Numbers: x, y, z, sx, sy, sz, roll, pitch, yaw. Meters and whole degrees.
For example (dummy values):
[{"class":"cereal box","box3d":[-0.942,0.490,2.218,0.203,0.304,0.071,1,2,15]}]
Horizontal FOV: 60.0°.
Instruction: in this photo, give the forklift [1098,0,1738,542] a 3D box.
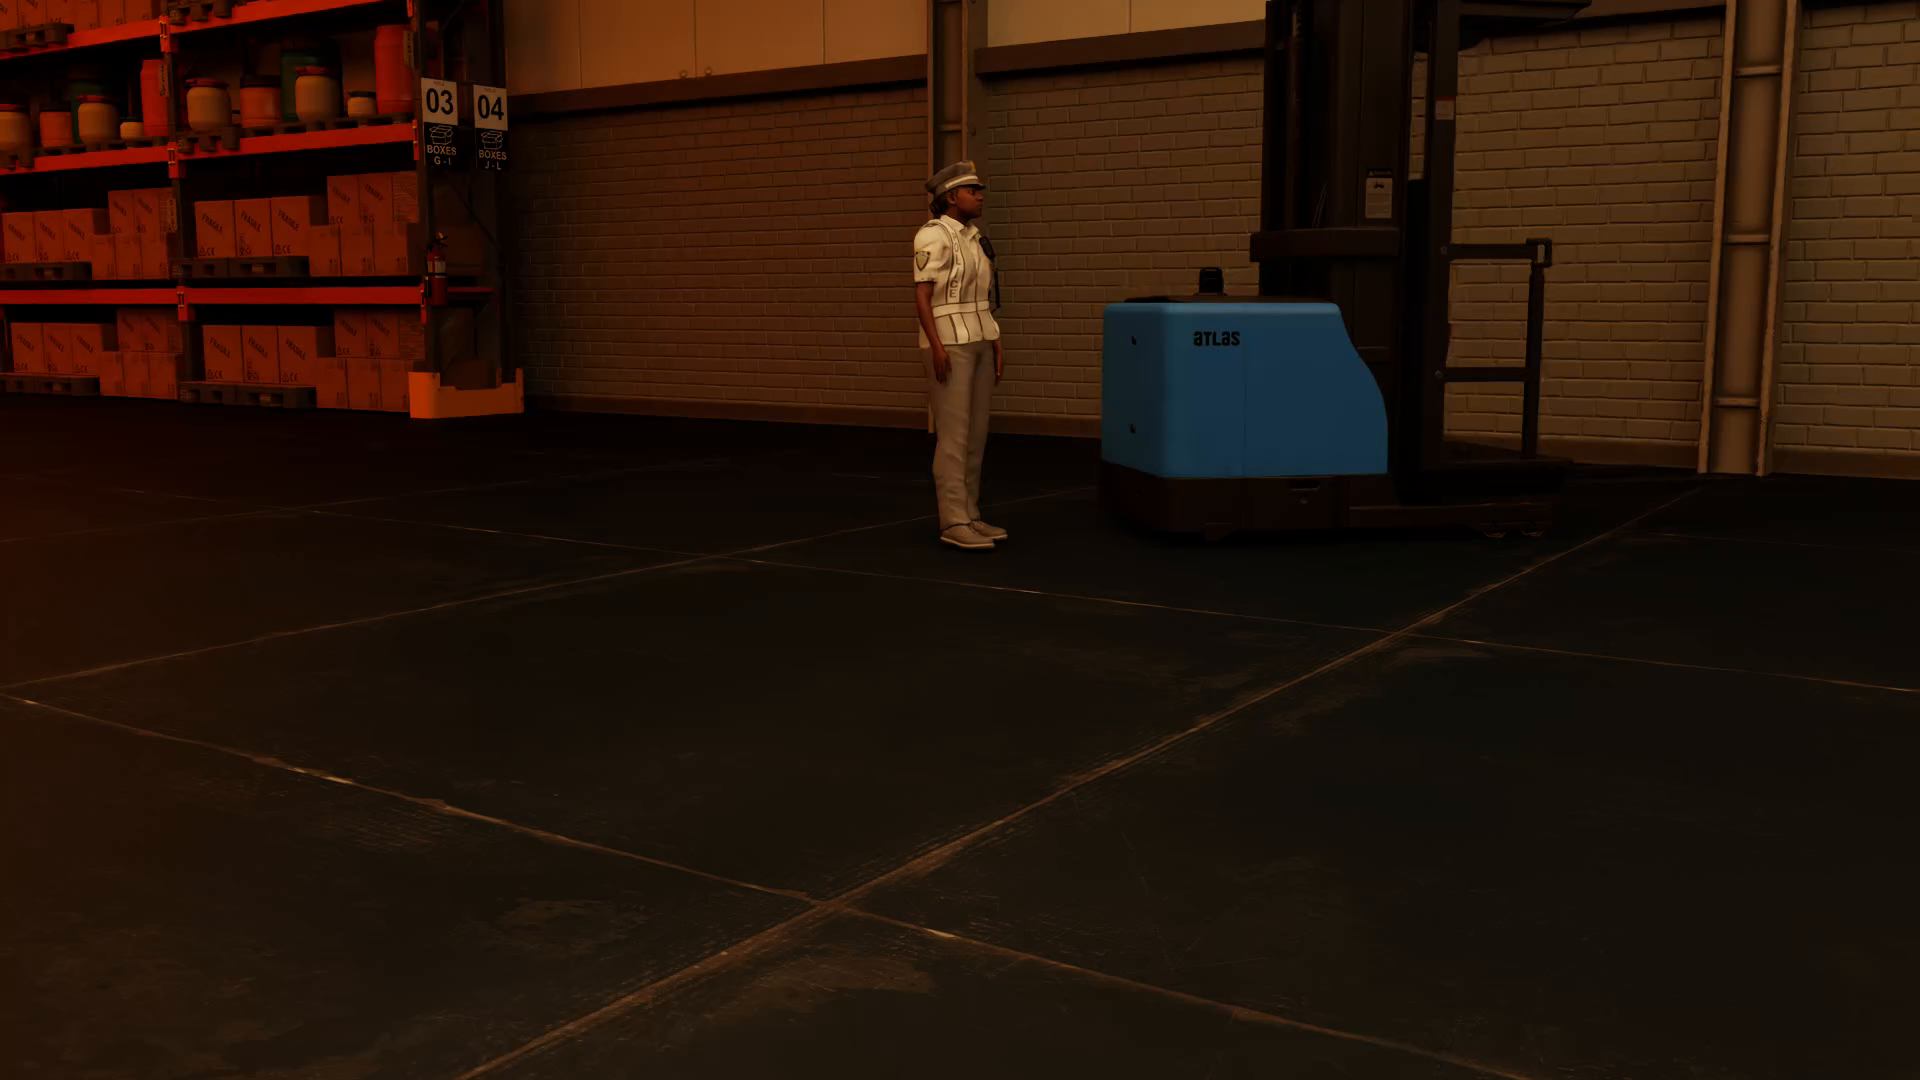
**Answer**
[{"class":"forklift","box3d":[2.255,-1.527,7.934,3.031,2.935,1.130,-2,8,-13]}]

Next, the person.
[{"class":"person","box3d":[0.052,-0.838,7.425,0.528,1.697,0.570,5,10,34]}]
